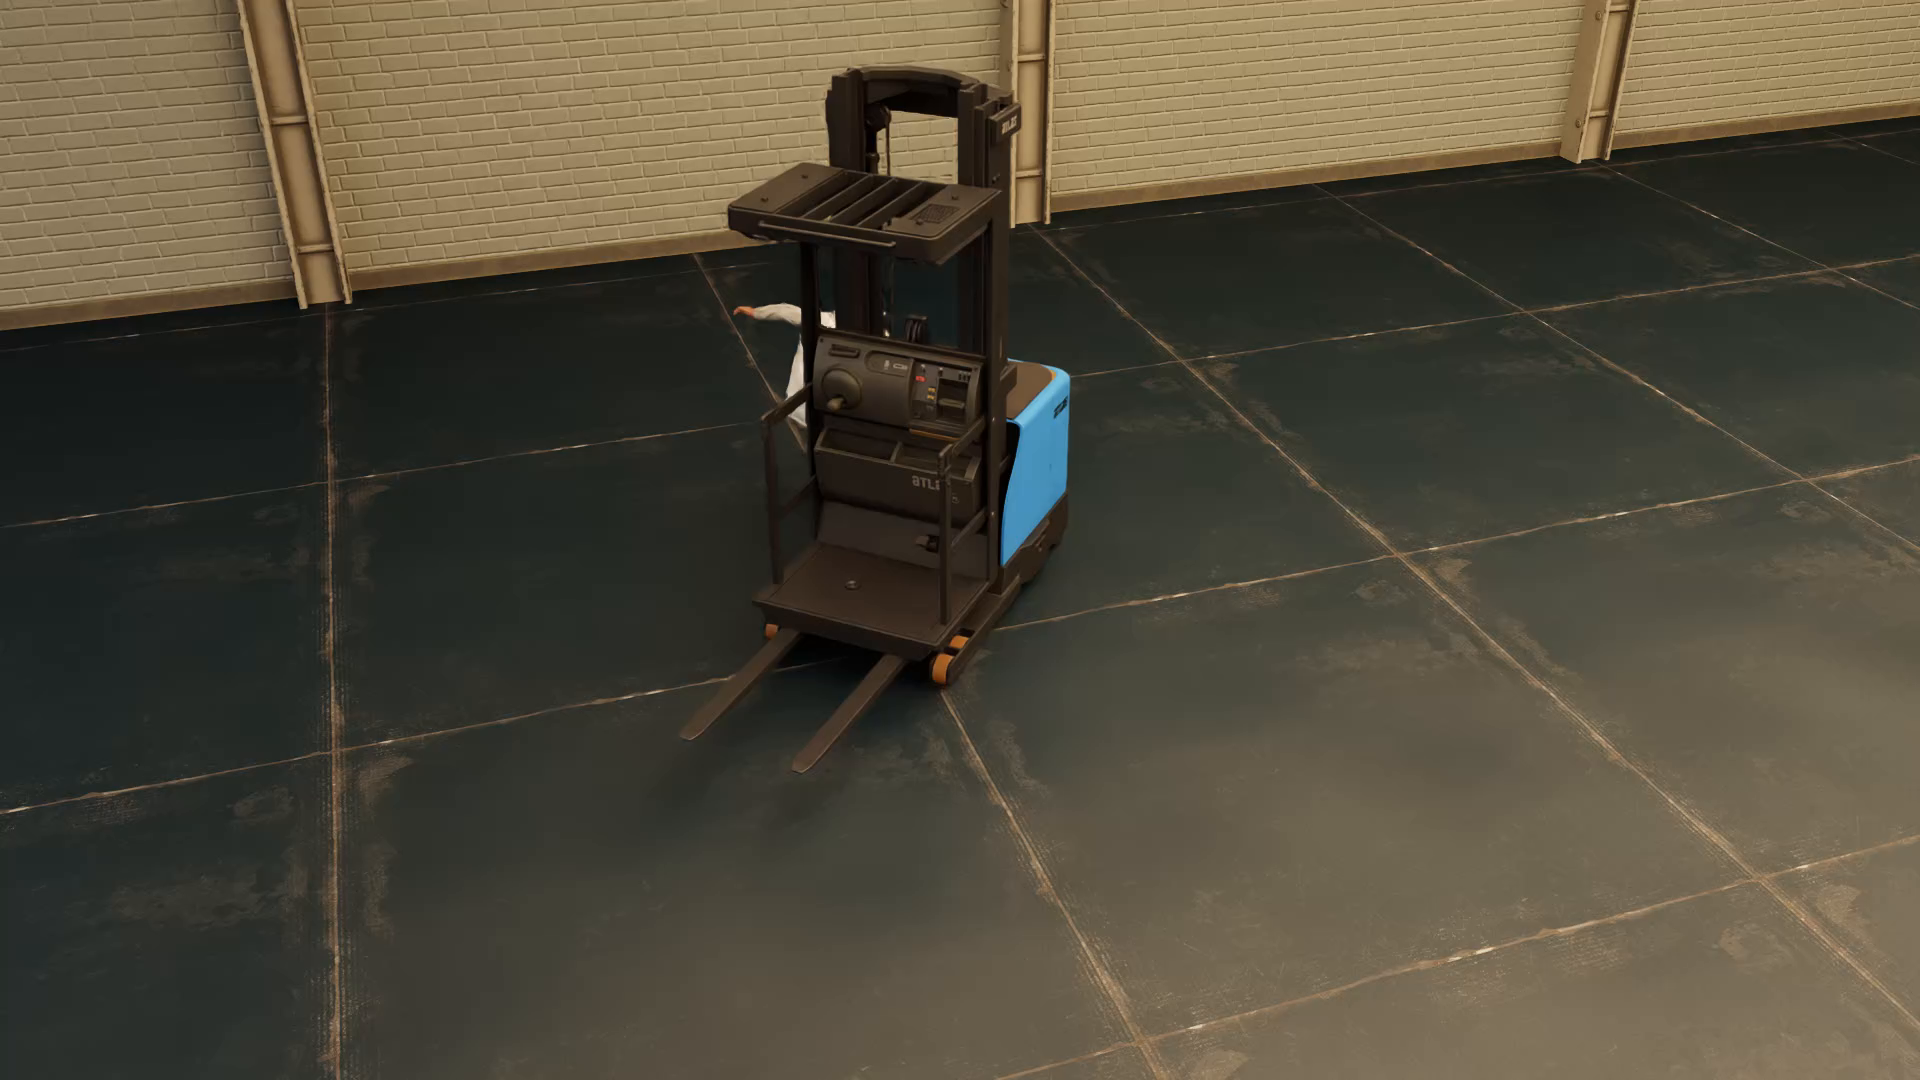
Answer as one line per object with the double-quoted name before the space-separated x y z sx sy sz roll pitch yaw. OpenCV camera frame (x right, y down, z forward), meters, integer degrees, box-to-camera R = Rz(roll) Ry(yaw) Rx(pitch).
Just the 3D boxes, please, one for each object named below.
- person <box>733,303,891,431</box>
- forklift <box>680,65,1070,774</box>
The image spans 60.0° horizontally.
"person" -0.732 -0.955 10.283 0.839 1.456 1.278 -18 35 -29
"forklift" -0.416 -0.754 8.397 1.130 2.935 3.031 13 32 21
